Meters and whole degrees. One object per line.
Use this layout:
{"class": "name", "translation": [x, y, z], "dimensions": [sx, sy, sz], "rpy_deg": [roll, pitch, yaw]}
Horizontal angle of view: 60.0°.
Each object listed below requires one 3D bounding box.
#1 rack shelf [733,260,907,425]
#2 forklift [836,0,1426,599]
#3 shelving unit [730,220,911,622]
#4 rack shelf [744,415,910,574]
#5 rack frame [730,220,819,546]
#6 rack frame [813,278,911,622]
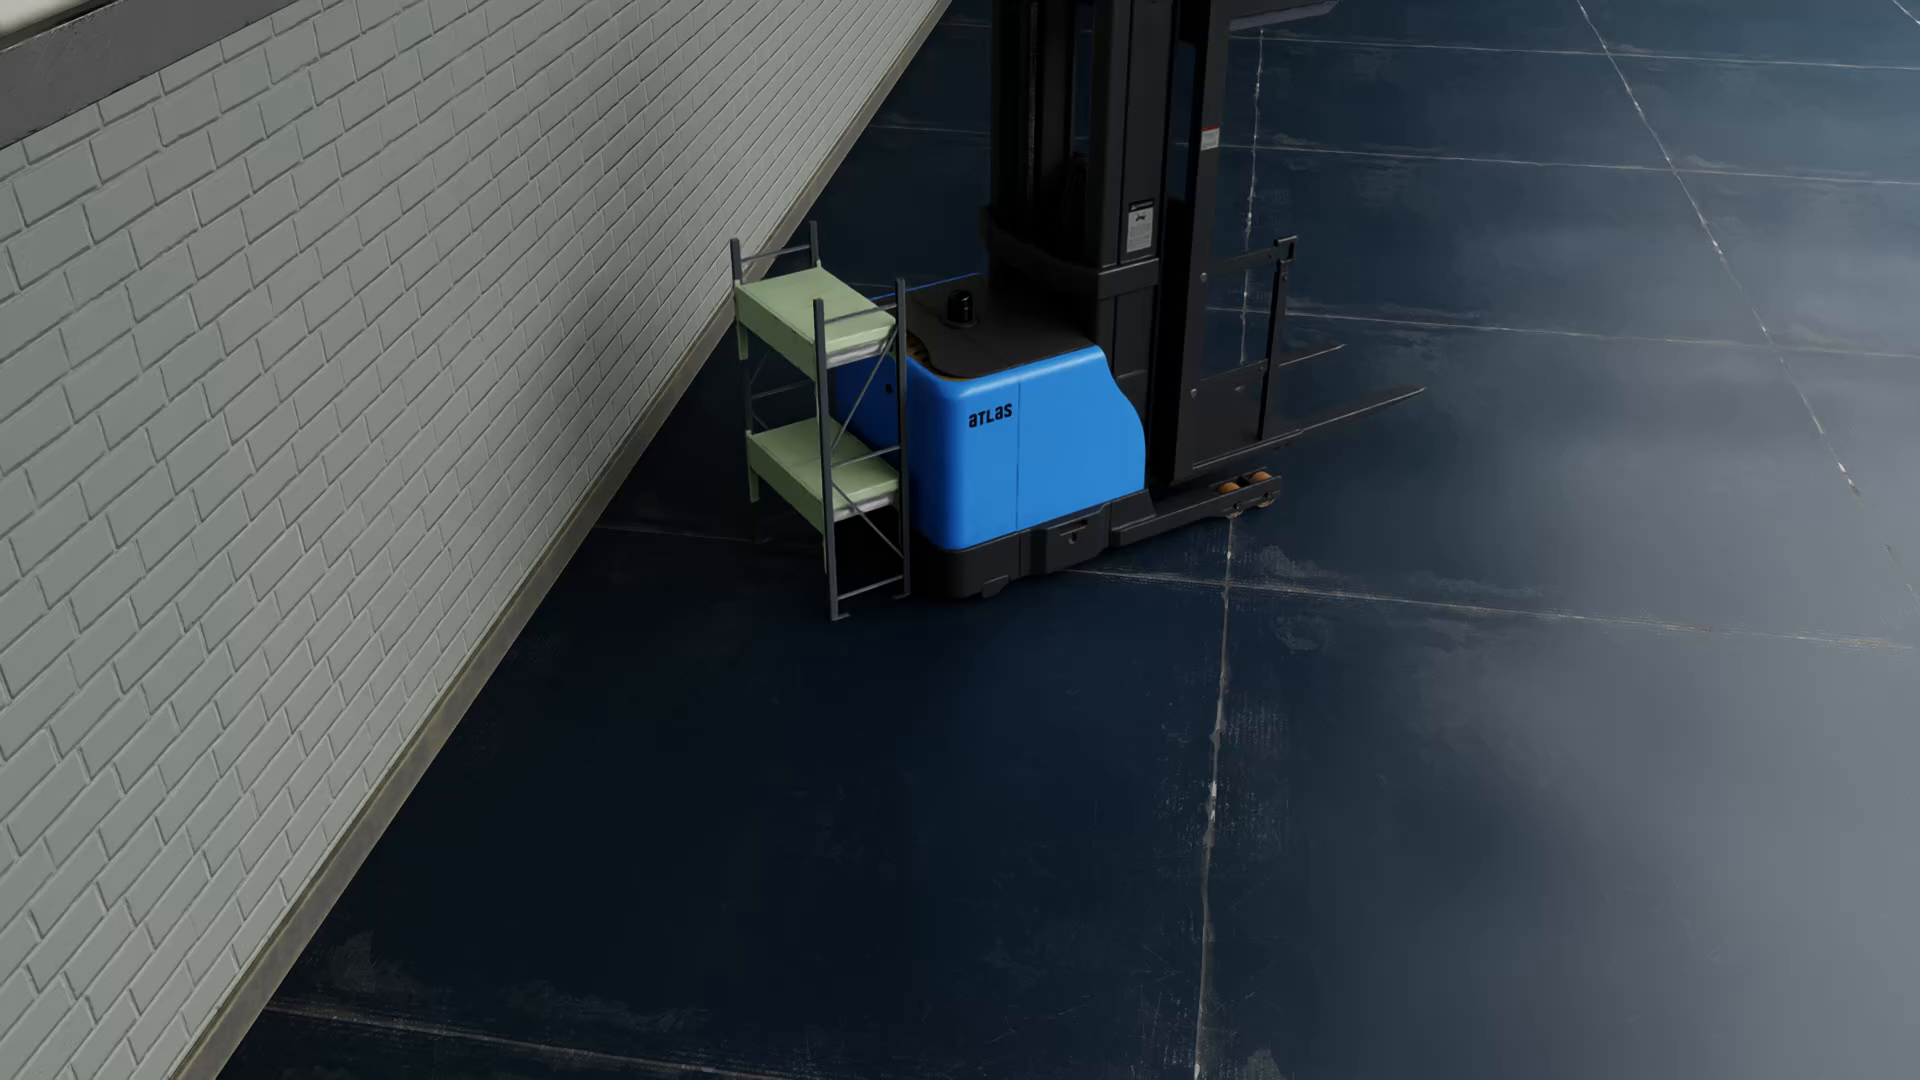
{"class": "rack shelf", "translation": [-0.589, -0.837, 6.938], "dimensions": [0.431, 0.370, 0.720], "rpy_deg": [-19, 37, -27]}
{"class": "forklift", "translation": [0.947, -1.566, 7.489], "dimensions": [3.031, 2.935, 1.130], "rpy_deg": [-18, 36, -27]}
{"class": "shelving unit", "translation": [-0.589, -0.506, 7.145], "dimensions": [0.431, 1.500, 0.755], "rpy_deg": [-19, 37, -27]}
{"class": "rack shelf", "translation": [-0.589, -0.230, 7.318], "dimensions": [0.431, 0.370, 0.720], "rpy_deg": [-19, 37, -27]}
{"class": "rack frame", "translation": [-0.785, -0.670, 7.407], "dimensions": [0.400, 1.500, 0.023], "rpy_deg": [-19, 37, -27]}
{"class": "rack frame", "translation": [-0.392, -0.342, 6.883], "dimensions": [0.400, 1.500, 0.023], "rpy_deg": [-19, 37, -27]}
